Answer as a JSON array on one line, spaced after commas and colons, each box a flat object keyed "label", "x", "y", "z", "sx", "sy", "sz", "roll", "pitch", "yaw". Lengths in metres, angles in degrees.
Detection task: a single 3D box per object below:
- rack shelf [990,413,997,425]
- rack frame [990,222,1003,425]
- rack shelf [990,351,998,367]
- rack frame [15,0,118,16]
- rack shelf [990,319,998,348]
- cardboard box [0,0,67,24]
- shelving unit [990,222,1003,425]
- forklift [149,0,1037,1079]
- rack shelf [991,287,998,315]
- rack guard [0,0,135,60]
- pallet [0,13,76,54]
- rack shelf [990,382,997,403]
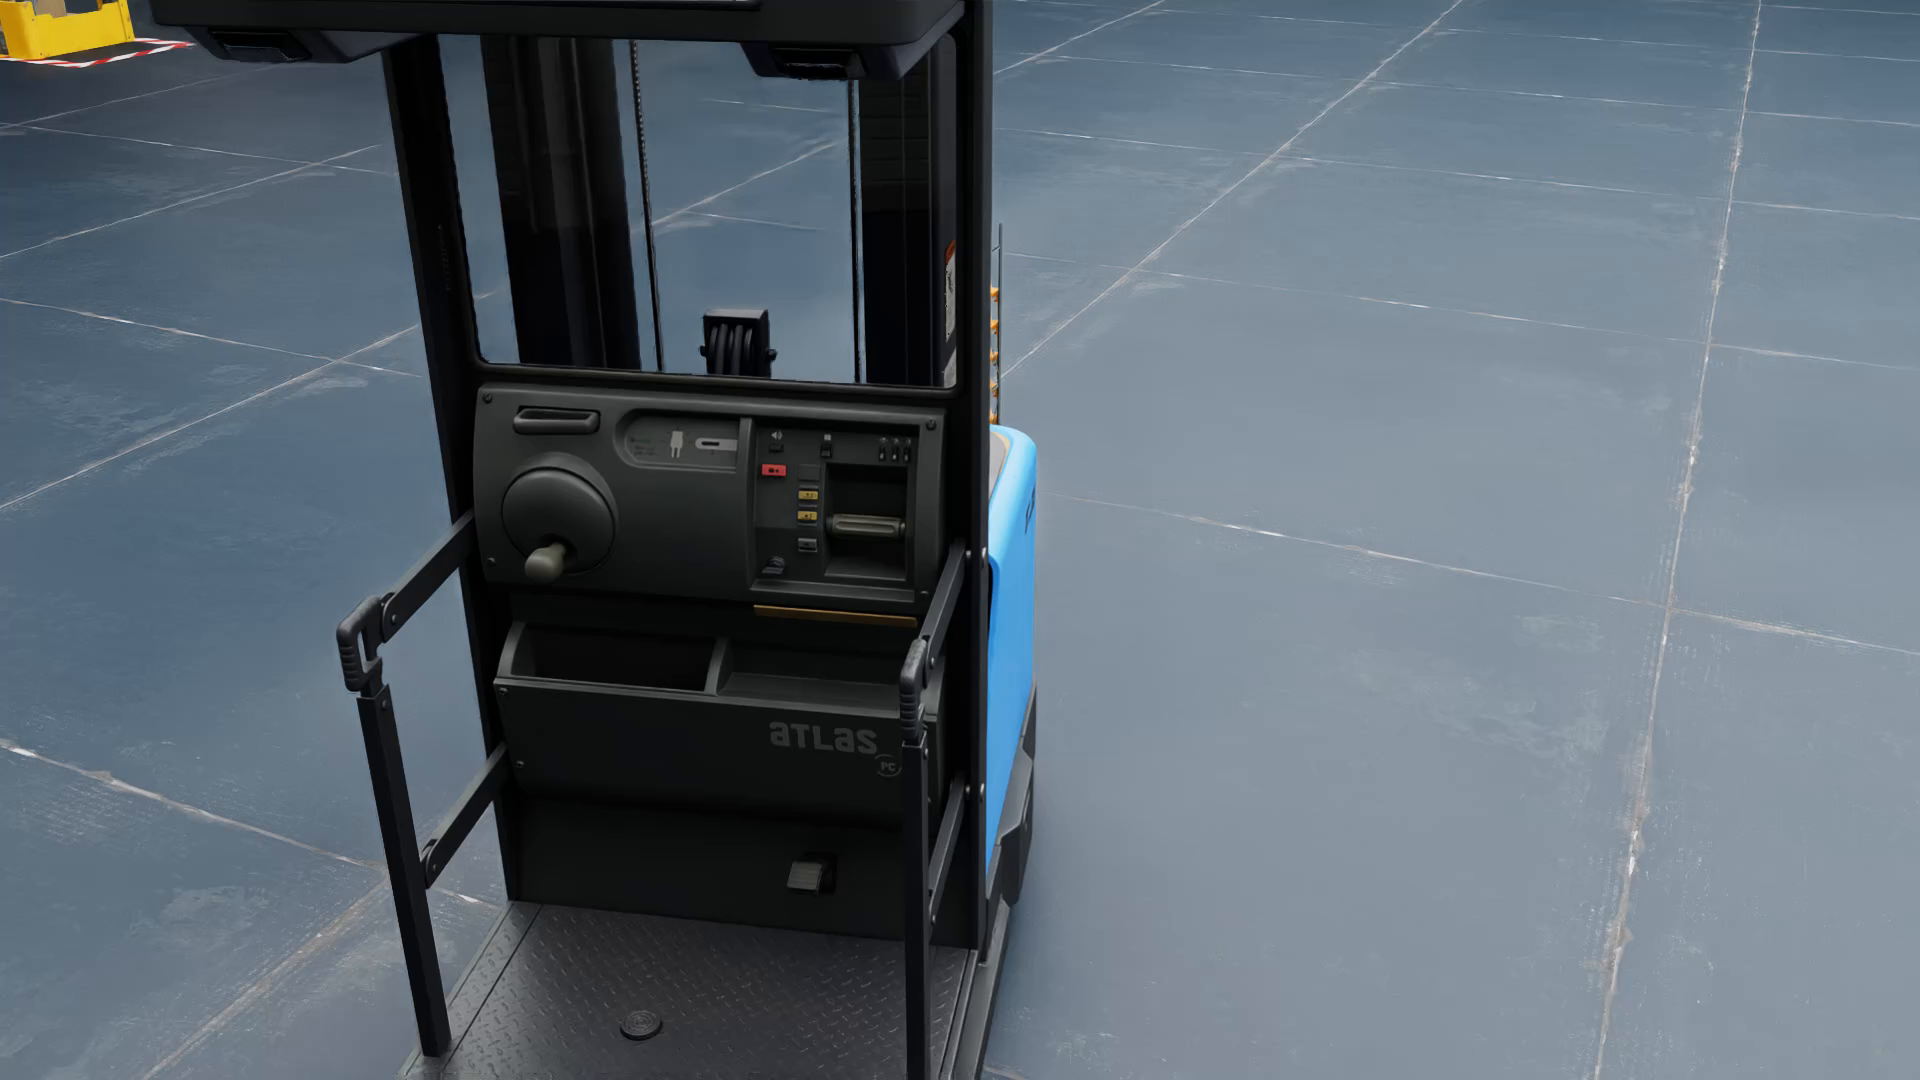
[{"label": "rack shelf", "x": 0.013, "y": -0.388, "z": 6.052, "sx": 0.180, "sy": 0.103, "sz": 0.258, "roll": 11, "pitch": 28, "yaw": 22}, {"label": "rack frame", "x": 0.096, "y": -0.519, "z": 5.946, "sx": 0.006, "sy": 1.200, "sz": 0.240, "roll": 11, "pitch": 28, "yaw": 22}, {"label": "rack shelf", "x": 0.013, "y": -0.603, "z": 5.946, "sx": 0.180, "sy": 0.103, "sz": 0.258, "roll": 11, "pitch": 28, "yaw": 22}, {"label": "rack frame", "x": -8.263, "y": -5.953, "z": 14.946, "sx": 0.127, "sy": 3.000, "sz": 1.000, "roll": 11, "pitch": 28, "yaw": 22}, {"label": "rack shelf", "x": 0.013, "y": -0.711, "z": 5.893, "sx": 0.180, "sy": 0.103, "sz": 0.258, "roll": 11, "pitch": 28, "yaw": 22}, {"label": "cardboard box", "x": -8.825, "y": -5.141, "z": 15.651, "sx": 0.500, "sy": 0.500, "sz": 0.500, "roll": 17, "pitch": 31, "yaw": 31}, {"label": "shelving unit", "x": 0.013, "y": -0.536, "z": 5.980, "sx": 0.189, "sy": 1.200, "sz": 0.258, "roll": 11, "pitch": 28, "yaw": 22}, {"label": "forklift", "x": -0.525, "y": -0.049, "z": 3.031, "sx": 1.130, "sy": 2.935, "sz": 3.031, "roll": 4, "pitch": 27, "yaw": 8}, {"label": "rack shelf", "x": 0.013, "y": -0.819, "z": 5.840, "sx": 0.180, "sy": 0.103, "sz": 0.258, "roll": 11, "pitch": 28, "yaw": 22}, {"label": "rack guard", "x": -8.332, "y": -4.846, "z": 15.527, "sx": 0.348, "sy": 0.500, "sz": 1.175, "roll": 11, "pitch": 28, "yaw": 22}, {"label": "pallet", "x": -9.057, "y": -4.879, "z": 15.921, "sx": 1.213, "sy": 0.211, "sz": 1.003, "roll": 11, "pitch": 28, "yaw": 22}, {"label": "rack shelf", "x": 0.013, "y": -0.496, "z": 5.999, "sx": 0.180, "sy": 0.103, "sz": 0.258, "roll": 11, "pitch": 28, "yaw": 22}]
